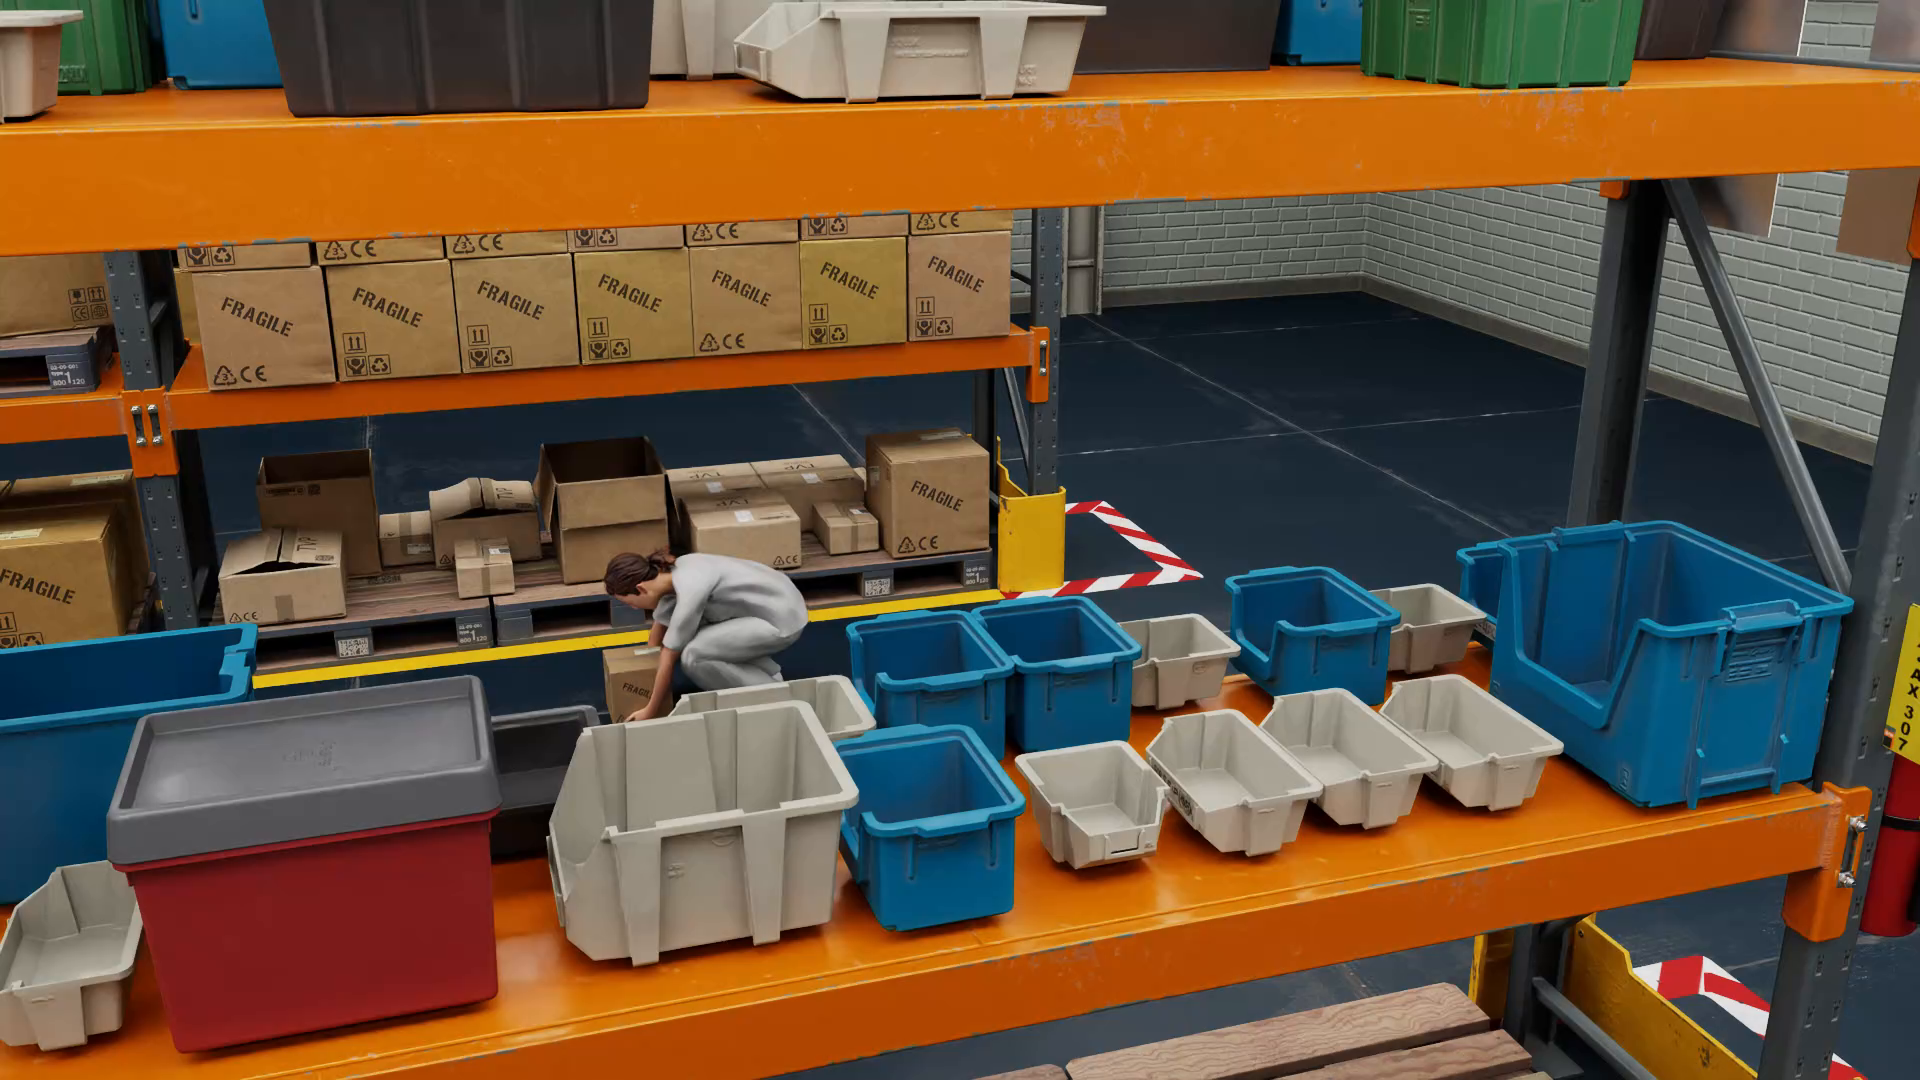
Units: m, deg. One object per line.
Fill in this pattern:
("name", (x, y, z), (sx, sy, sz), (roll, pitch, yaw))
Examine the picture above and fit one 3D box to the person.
("person", (-1.049, 0.391, 6.974), (0.832, 0.822, 0.475), (-4, 20, -11))
